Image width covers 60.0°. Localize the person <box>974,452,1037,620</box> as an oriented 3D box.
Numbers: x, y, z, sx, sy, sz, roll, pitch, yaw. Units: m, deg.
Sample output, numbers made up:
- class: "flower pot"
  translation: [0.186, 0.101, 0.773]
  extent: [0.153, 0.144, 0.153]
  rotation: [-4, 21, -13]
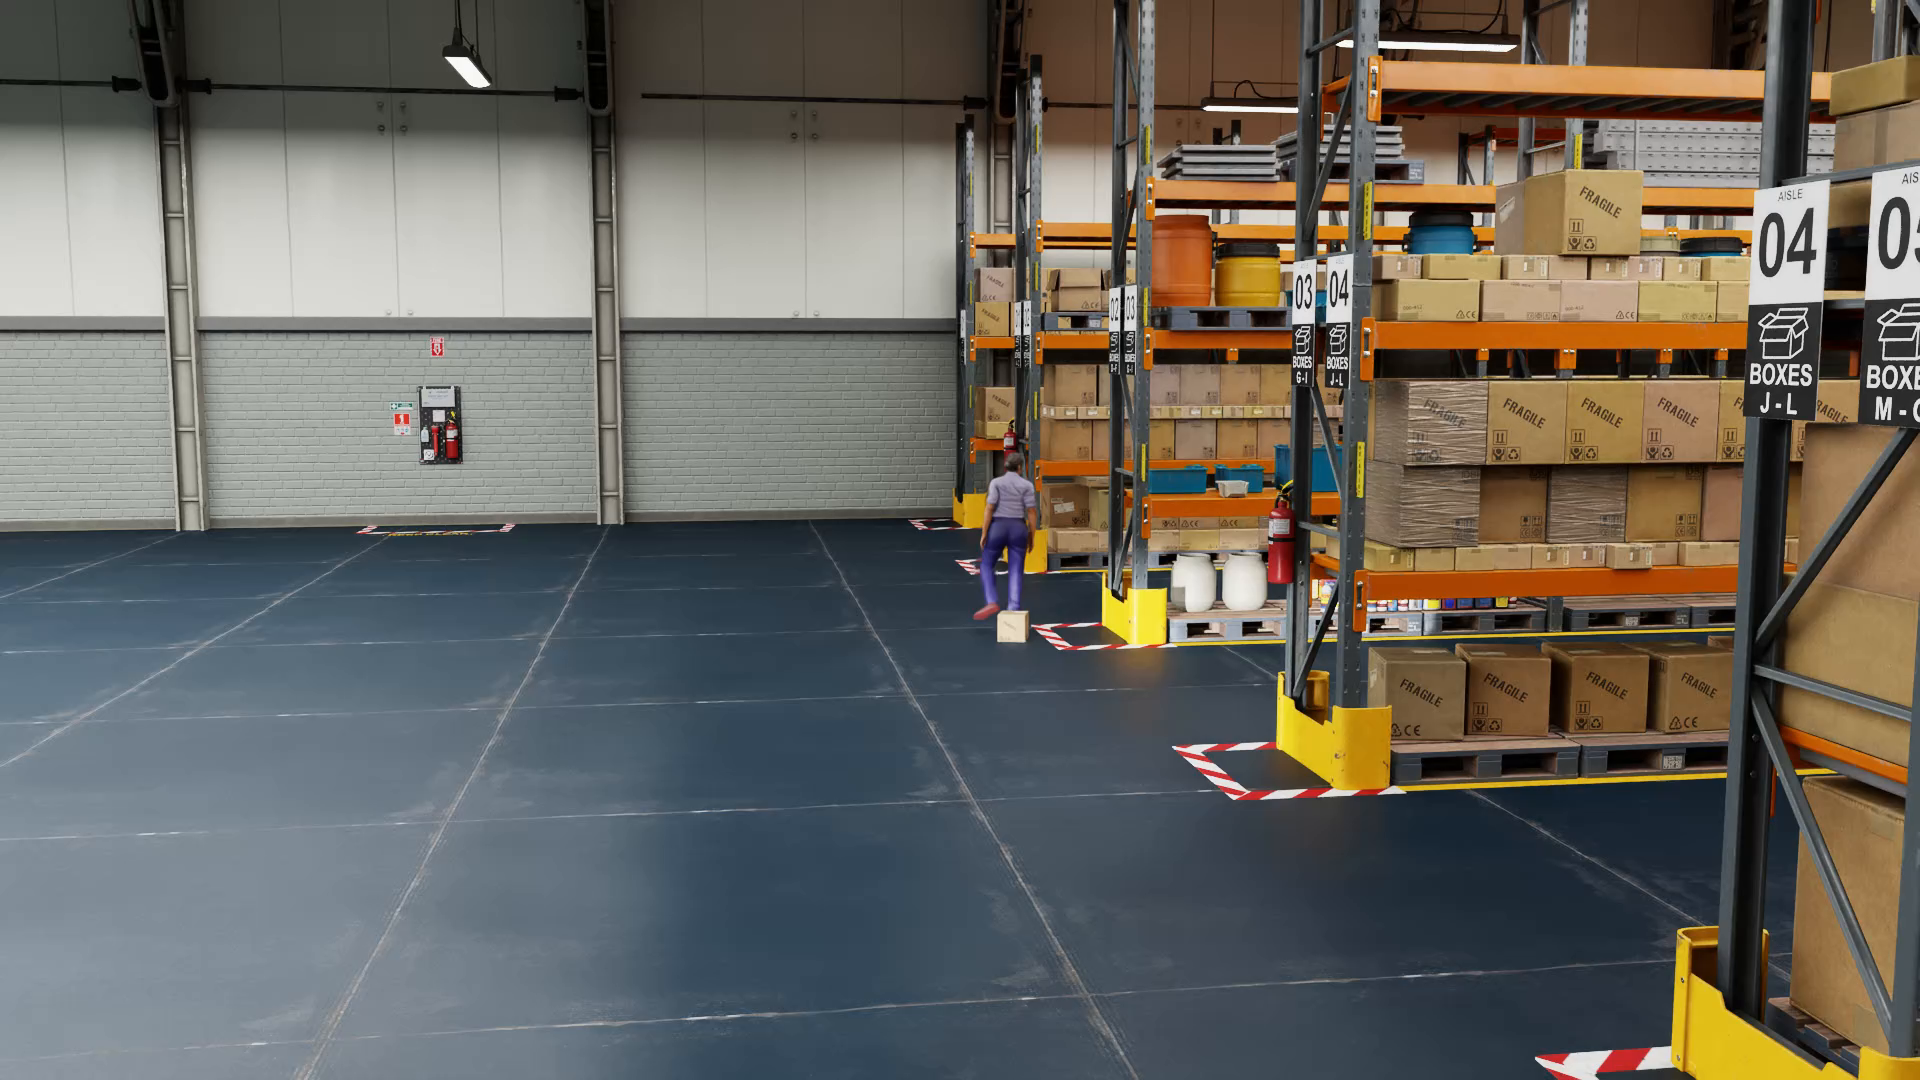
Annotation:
- class: "person"
  translation: [0.441, -0.019, 16.018]
  extent: [0.608, 1.623, 0.483]
  rotation: [0, 7, -3]
